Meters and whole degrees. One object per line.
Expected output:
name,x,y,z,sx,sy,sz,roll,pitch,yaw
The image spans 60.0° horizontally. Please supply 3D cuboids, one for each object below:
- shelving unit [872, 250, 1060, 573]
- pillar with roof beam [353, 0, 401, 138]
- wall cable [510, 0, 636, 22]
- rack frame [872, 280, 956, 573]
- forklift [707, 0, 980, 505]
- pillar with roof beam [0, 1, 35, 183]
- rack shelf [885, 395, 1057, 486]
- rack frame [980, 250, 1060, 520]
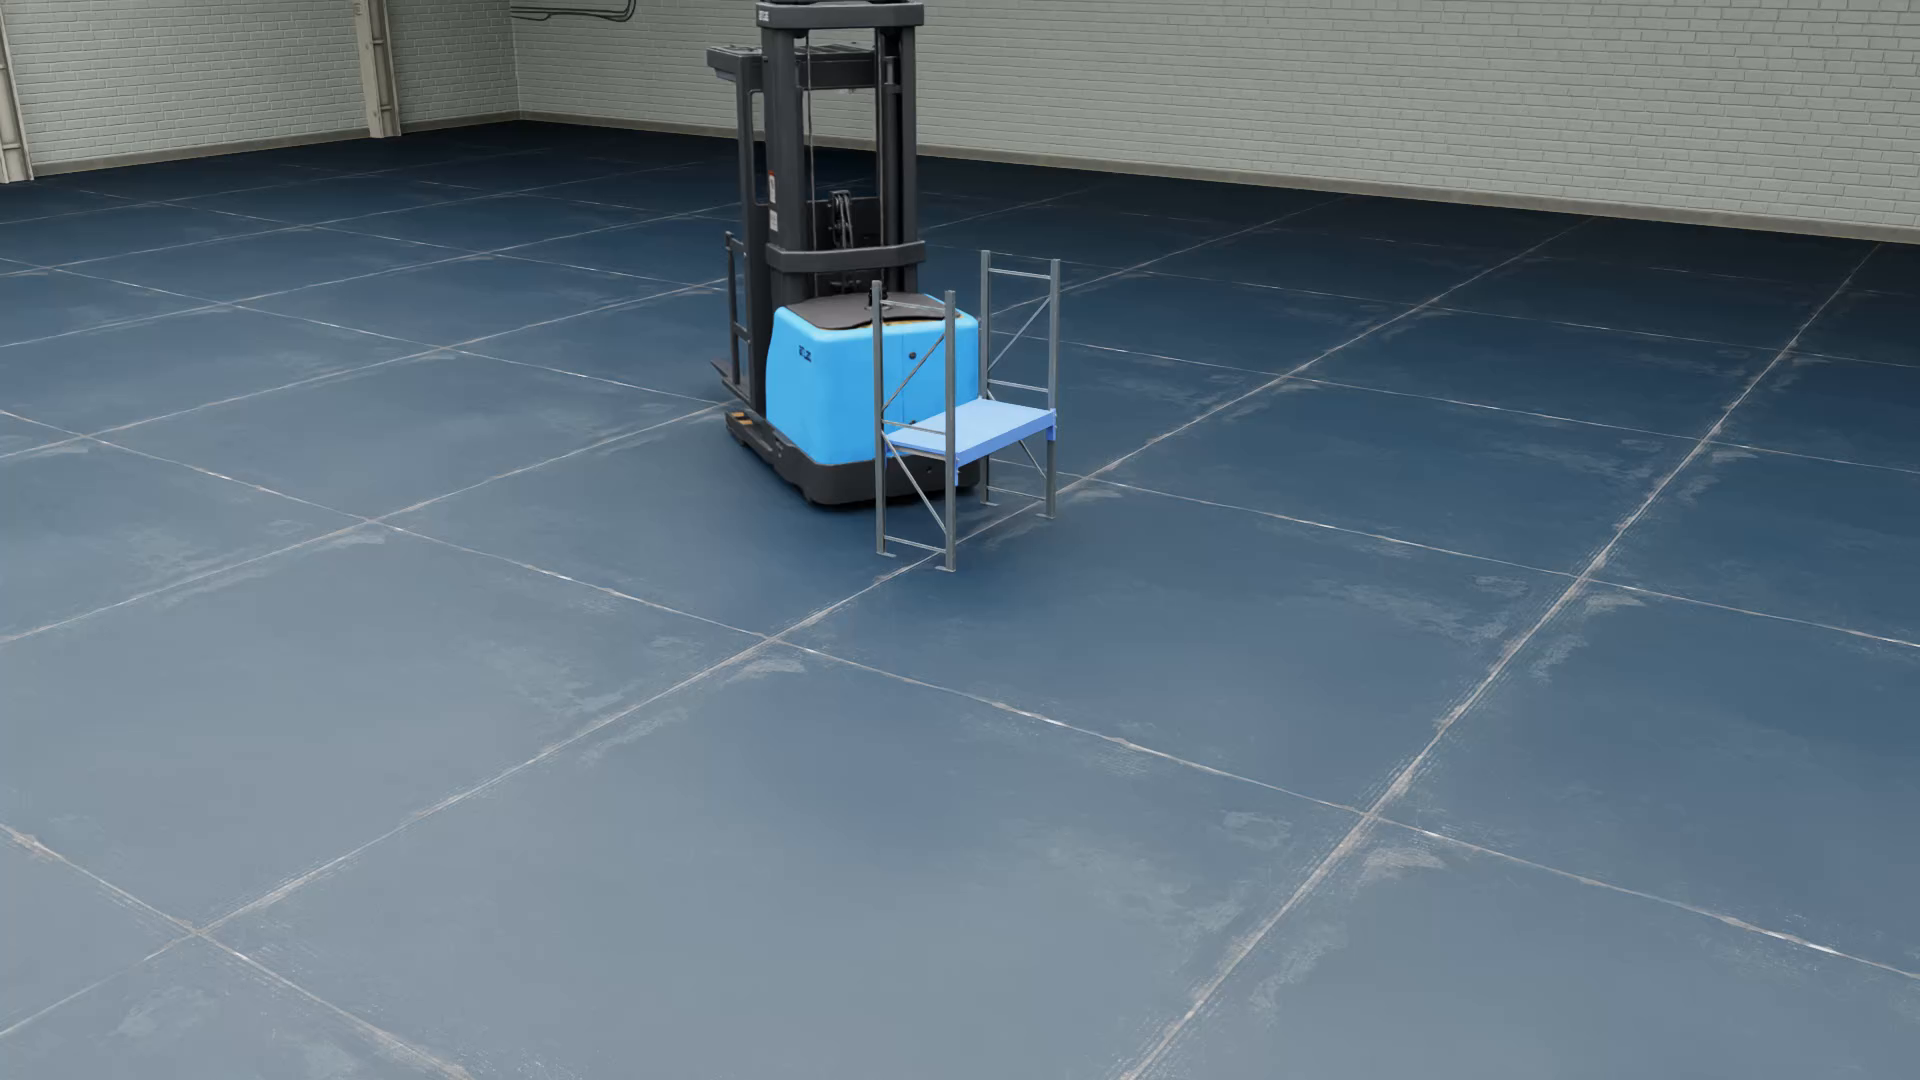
shelving unit,0.048,-0.728,9.071,0.538,1.500,1.048,13,24,32
pillar with roof beam,-5.751,-9.922,23.117,9.100,9.000,0.400,13,24,32
wall cable,-6.562,-9.892,27.513,3.097,2.526,0.112,13,24,32
rack frame,-0.238,-0.582,8.677,0.500,1.500,0.032,13,24,32
forklift,-0.921,-2.054,10.593,1.130,2.935,3.031,-8,22,-22
pillar with roof beam,-9.124,-8.200,18.463,9.100,9.000,0.400,13,24,32
rack shelf,0.048,-0.559,9.133,0.538,0.185,1.000,13,24,32
rack frame,0.334,-0.874,9.465,0.500,1.500,0.032,13,24,32
